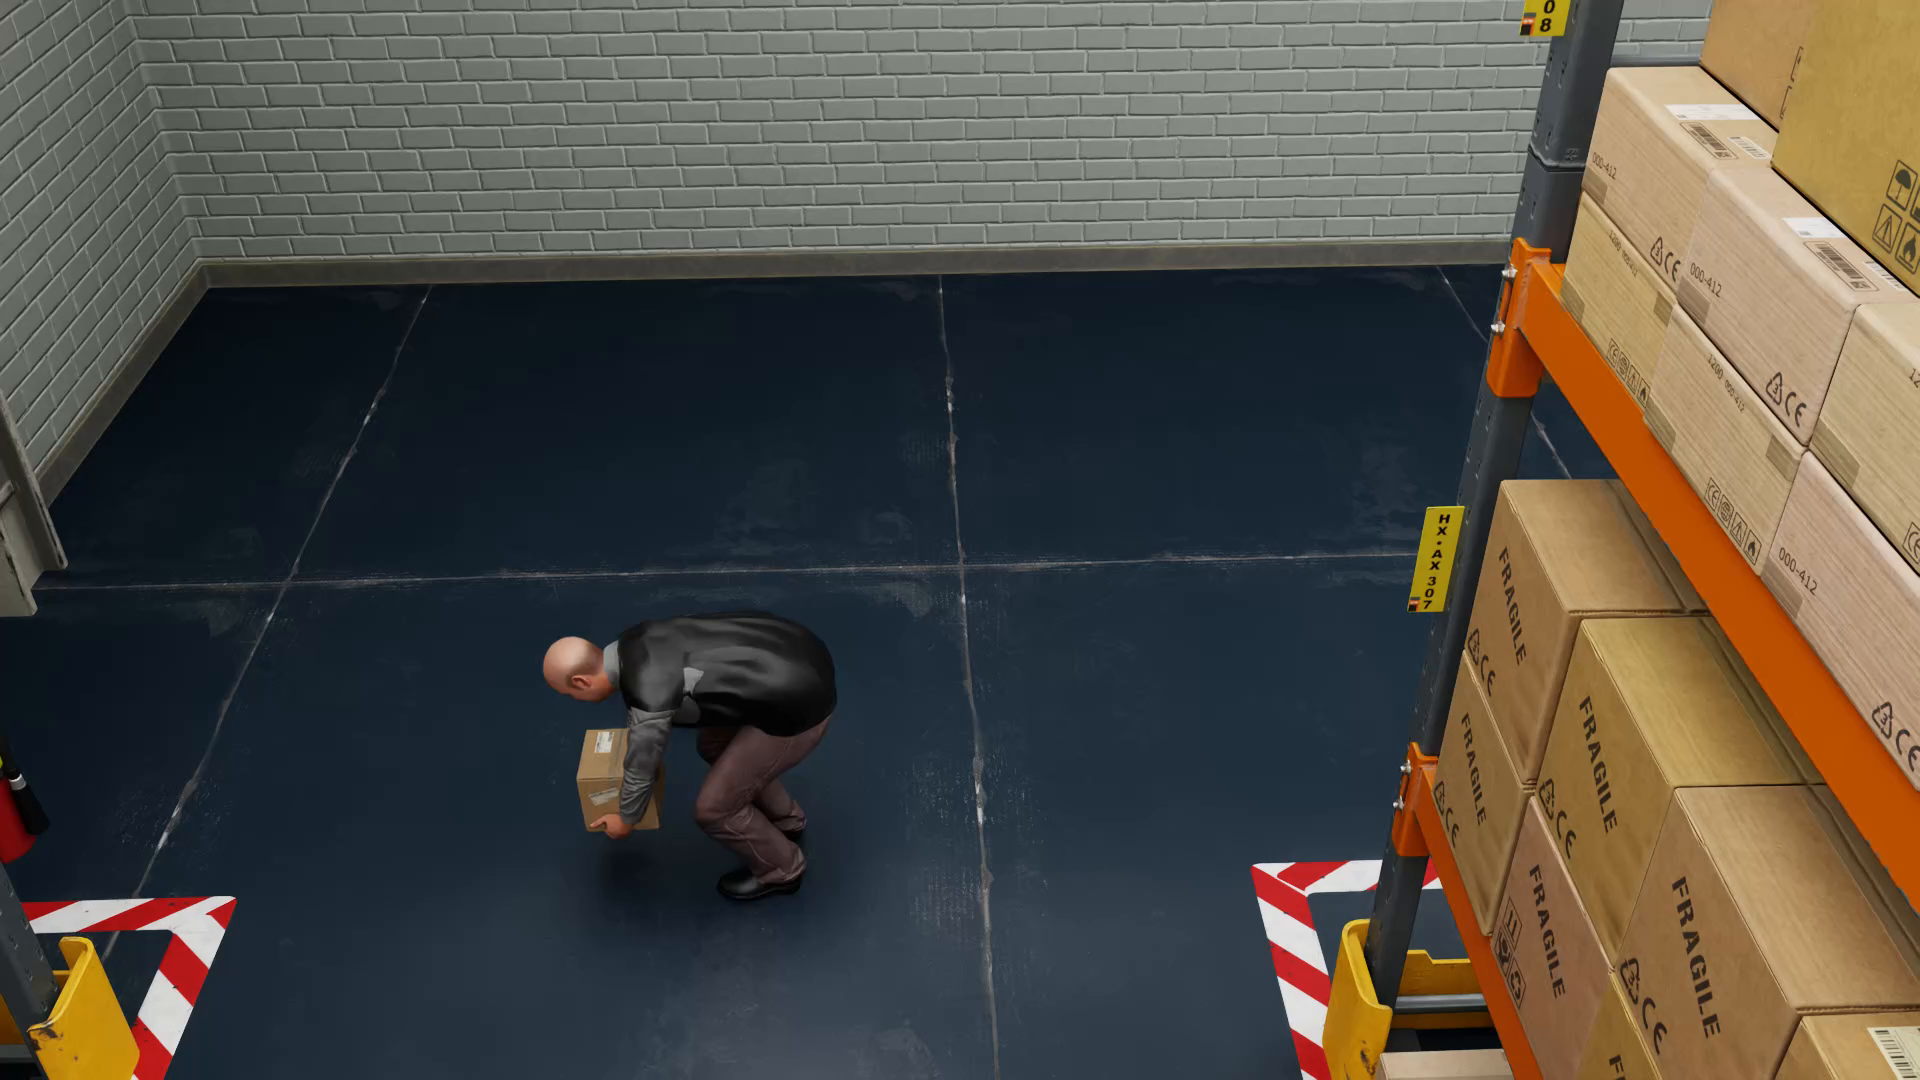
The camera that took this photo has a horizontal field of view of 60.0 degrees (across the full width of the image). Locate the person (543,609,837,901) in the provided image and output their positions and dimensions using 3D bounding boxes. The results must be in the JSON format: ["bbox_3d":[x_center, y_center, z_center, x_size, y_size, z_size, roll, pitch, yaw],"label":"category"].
[{"bbox_3d":[-0.887,0.727,5.691,0.948,1.078,0.502,-3,35,-4],"label":"person"}]
